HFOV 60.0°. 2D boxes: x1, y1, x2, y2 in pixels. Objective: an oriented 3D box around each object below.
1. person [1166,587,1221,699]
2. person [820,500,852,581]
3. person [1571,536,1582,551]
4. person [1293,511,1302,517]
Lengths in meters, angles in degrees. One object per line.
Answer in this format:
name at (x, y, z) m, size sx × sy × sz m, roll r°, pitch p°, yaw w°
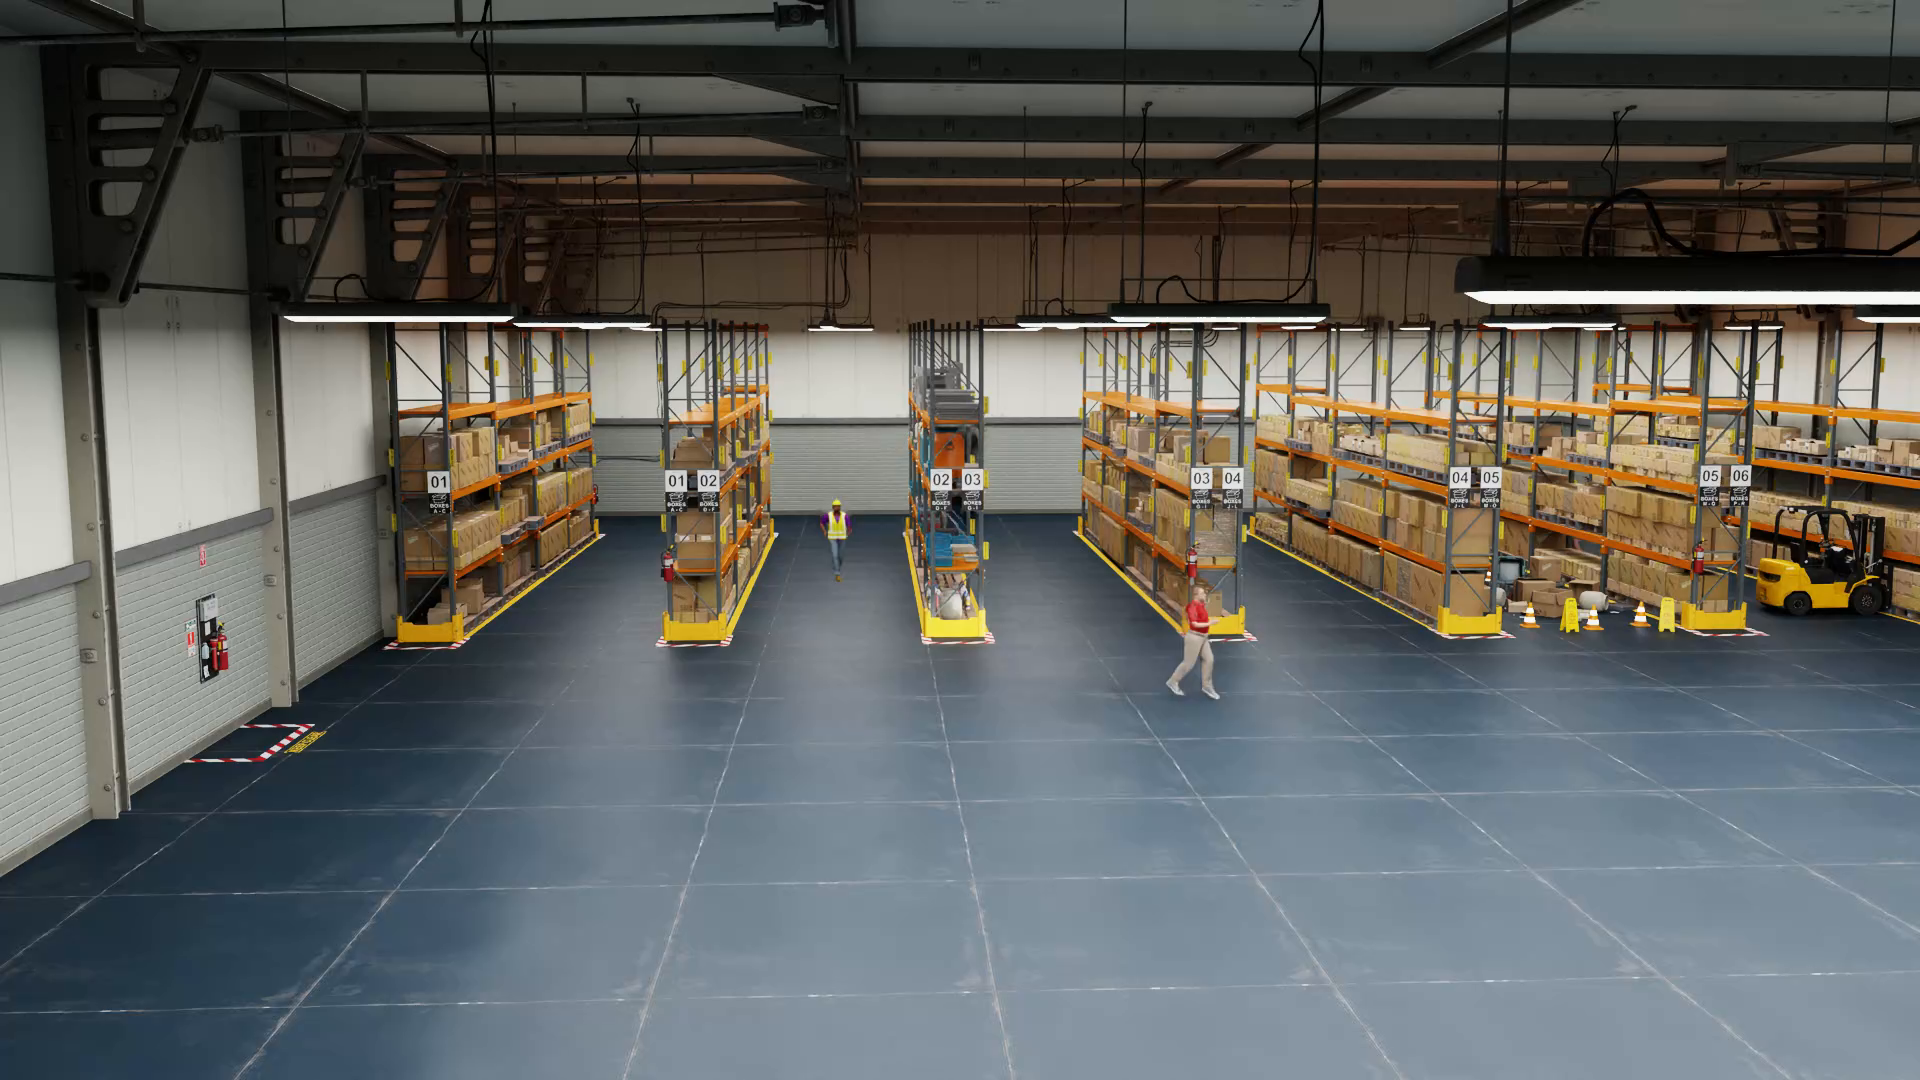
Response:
person at (3.697, 1.627, 26.265) m, size 0.848 × 1.792 × 0.664 m, roll 3°, pitch 8°, yaw 24°
person at (-2.747, -0.003, 37.073) m, size 0.700 × 1.780 × 0.801 m, roll -2°, pitch 7°, yaw -14°
person at (15.740, -0.381, 42.568) m, size 0.561 × 1.693 × 0.904 m, roll -1°, pitch 7°, yaw -9°
person at (9.854, -1.166, 49.371) m, size 0.882 × 1.580 × 0.514 m, roll -3°, pitch 8°, yaw -26°
